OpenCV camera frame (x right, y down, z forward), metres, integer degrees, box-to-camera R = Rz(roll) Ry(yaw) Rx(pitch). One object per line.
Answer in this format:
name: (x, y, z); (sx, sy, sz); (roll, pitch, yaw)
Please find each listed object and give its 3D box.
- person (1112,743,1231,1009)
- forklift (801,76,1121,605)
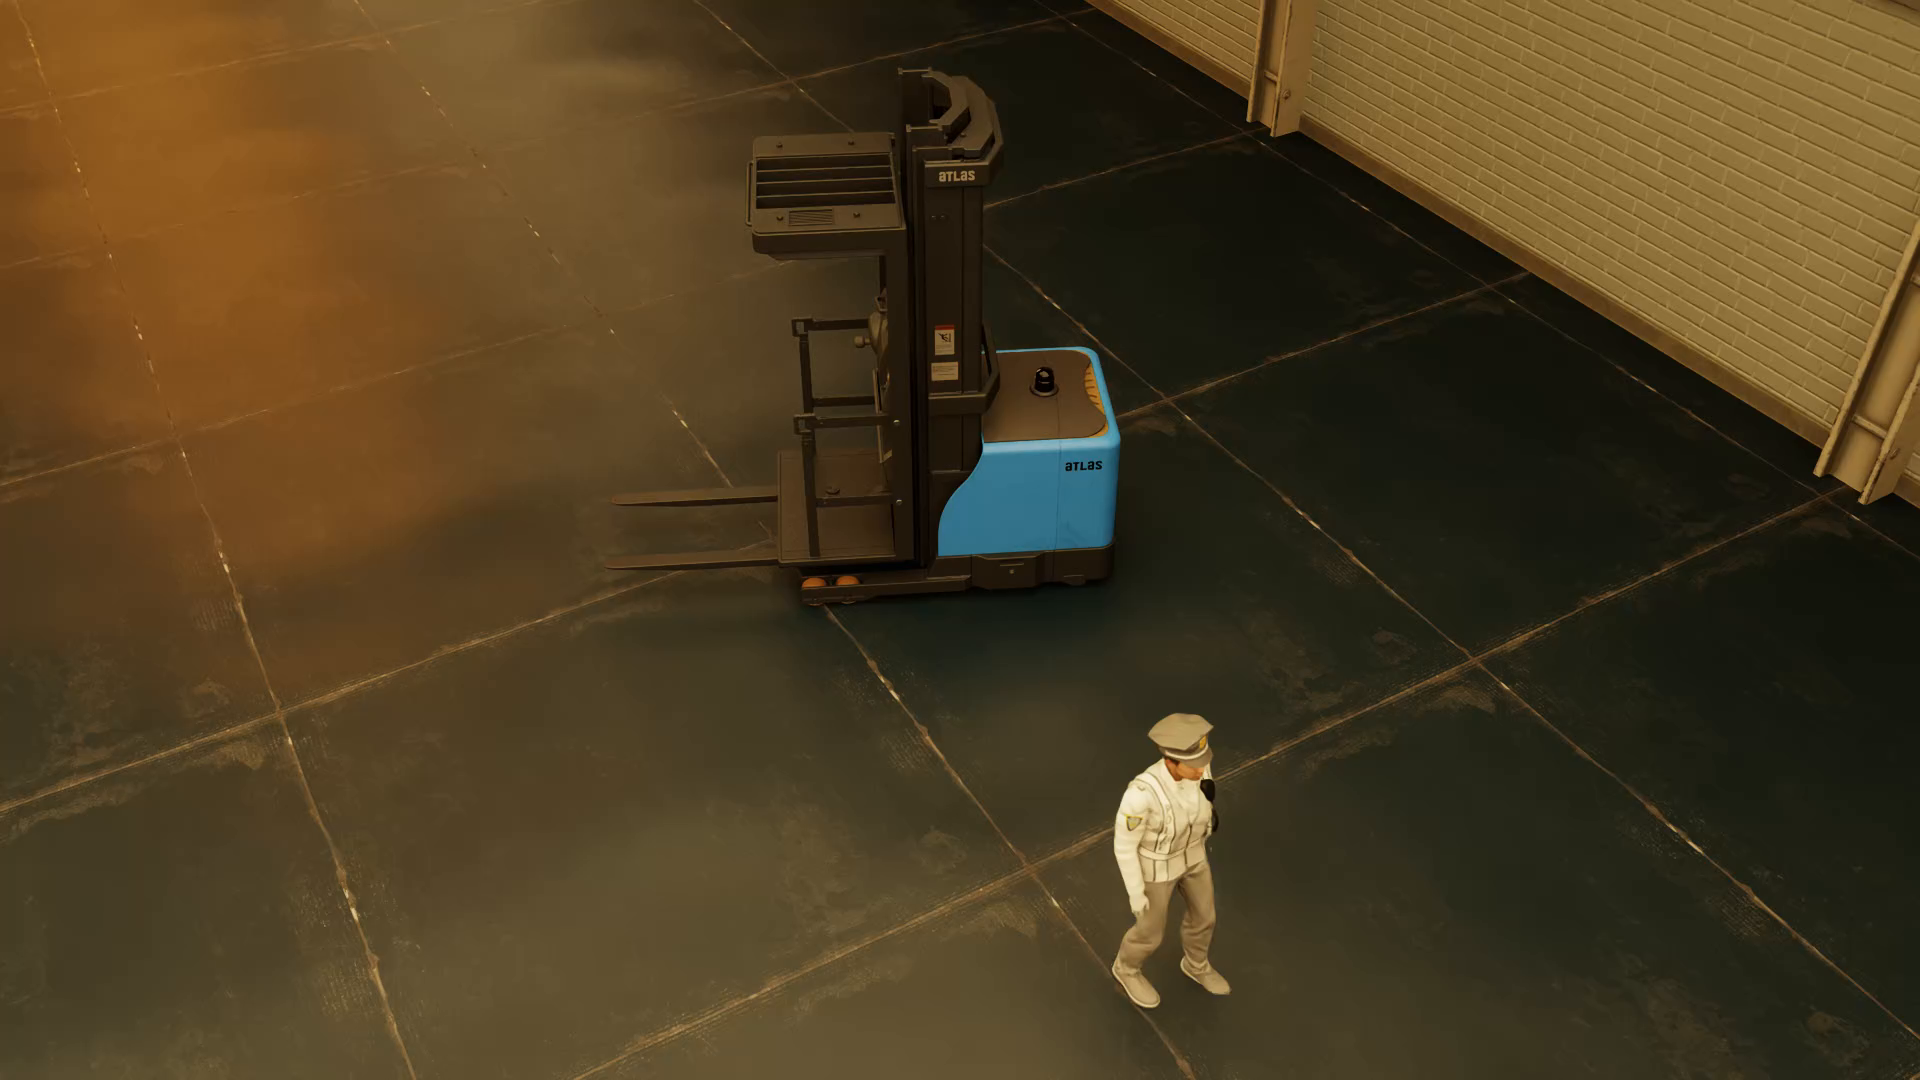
person: (0.957, 1.483, 7.307); (0.539, 1.675, 0.472); (-26, 46, -28)
forklift: (-0.078, -1.099, 9.411); (1.939, 2.867, 1.129); (-3, 40, -4)
